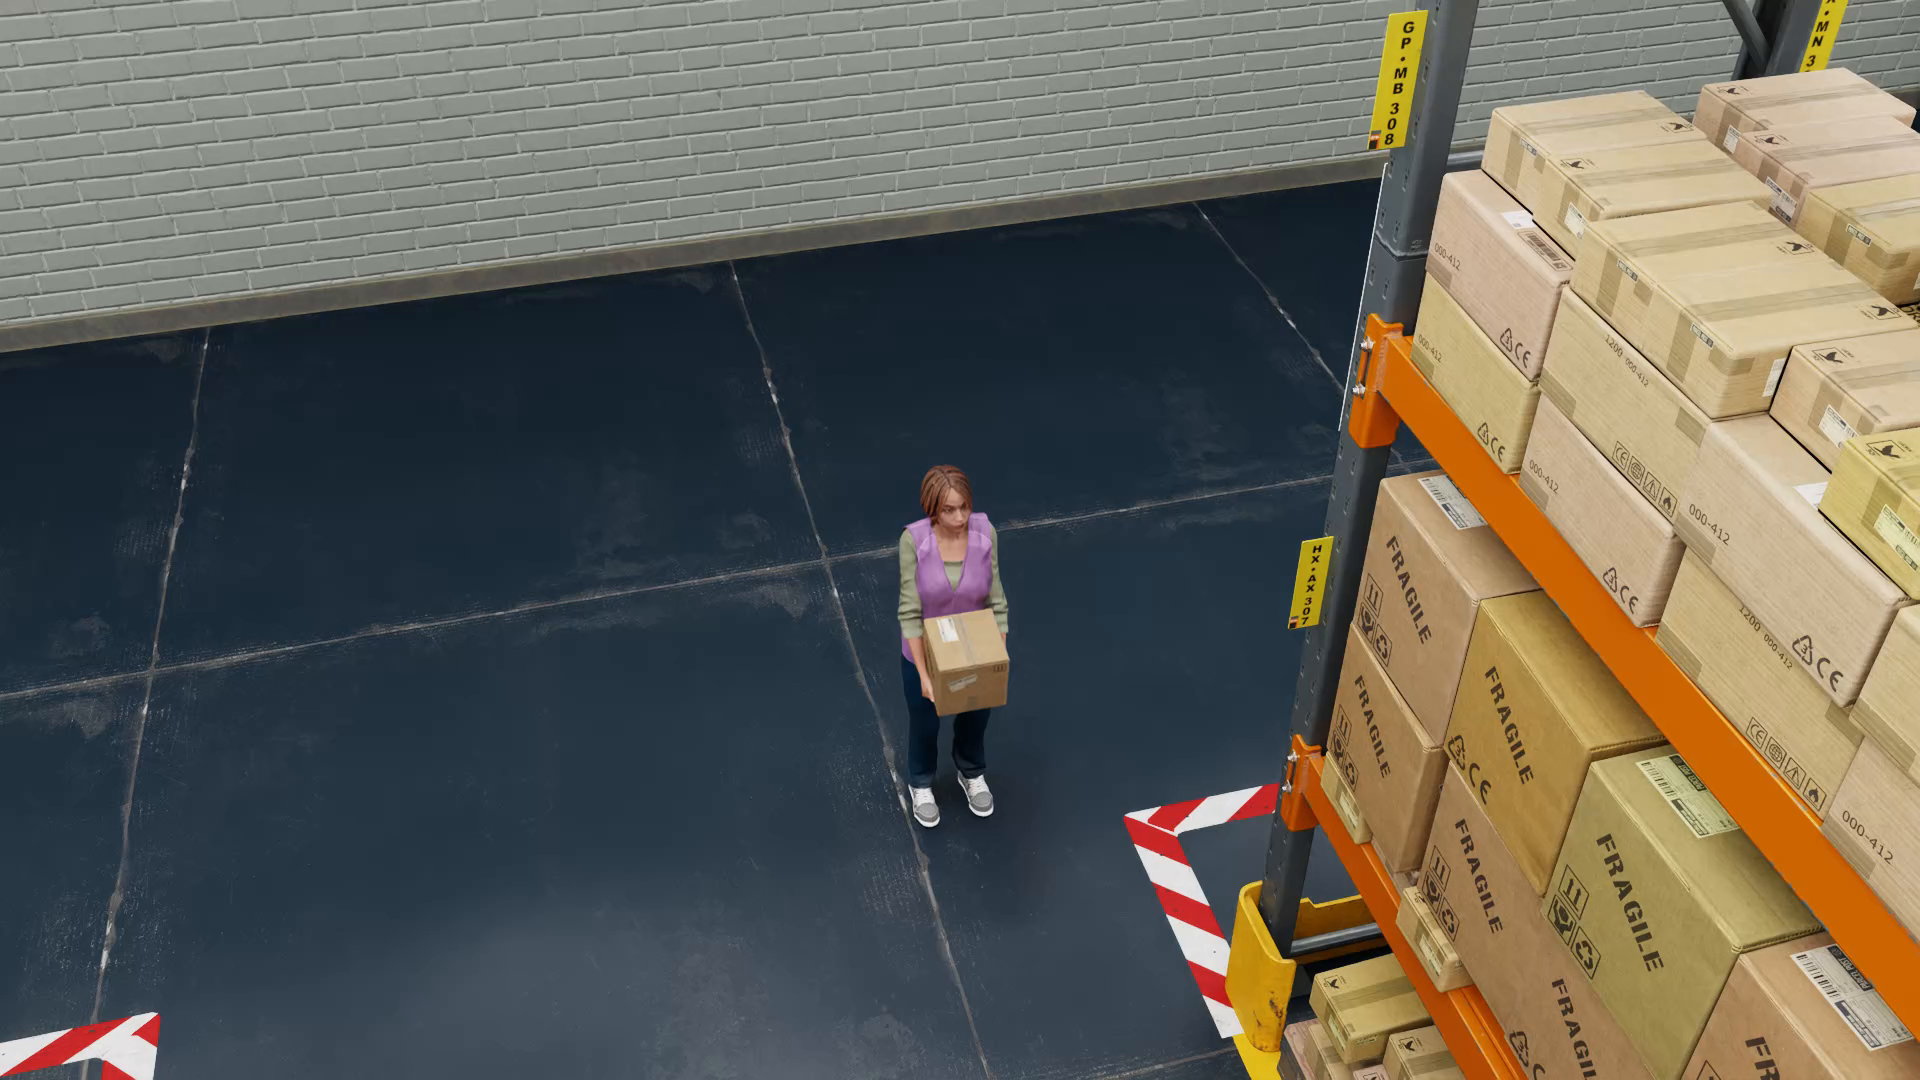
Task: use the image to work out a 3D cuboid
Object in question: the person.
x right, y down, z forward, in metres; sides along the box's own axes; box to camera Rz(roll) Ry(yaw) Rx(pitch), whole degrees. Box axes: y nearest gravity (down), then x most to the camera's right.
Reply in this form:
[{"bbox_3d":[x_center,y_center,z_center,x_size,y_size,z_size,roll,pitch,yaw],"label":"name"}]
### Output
[{"bbox_3d":[-0.021,0.458,6.154,0.405,1.590,0.500,-9,40,-11],"label":"person"}]
